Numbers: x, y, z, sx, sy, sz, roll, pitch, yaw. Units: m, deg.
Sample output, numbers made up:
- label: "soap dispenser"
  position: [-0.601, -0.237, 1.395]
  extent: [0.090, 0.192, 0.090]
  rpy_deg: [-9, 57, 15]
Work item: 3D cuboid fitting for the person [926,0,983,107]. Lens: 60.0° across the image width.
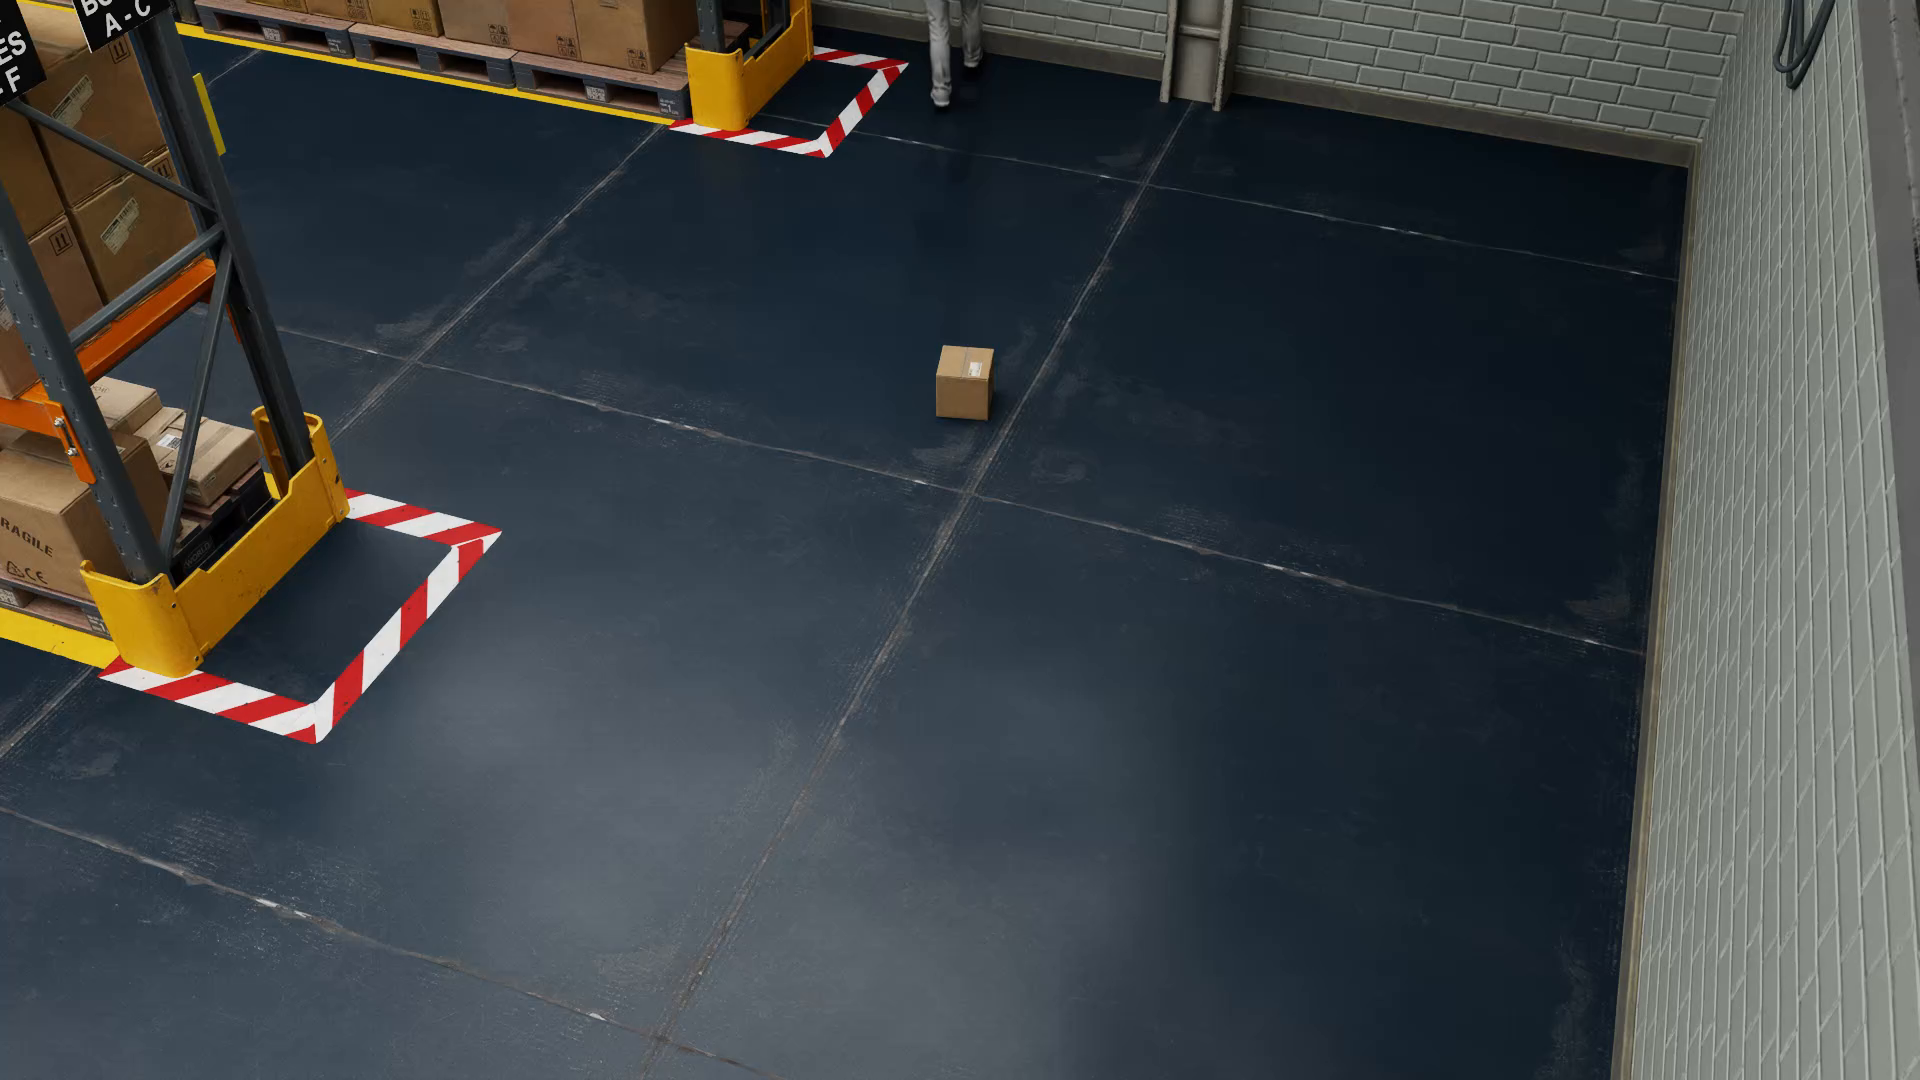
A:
- label: "person"
  position: [-0.057, -3.567, 10.117]
  extent: [0.493, 1.650, 0.860]
  rpy_deg: [0, 42, 0]
